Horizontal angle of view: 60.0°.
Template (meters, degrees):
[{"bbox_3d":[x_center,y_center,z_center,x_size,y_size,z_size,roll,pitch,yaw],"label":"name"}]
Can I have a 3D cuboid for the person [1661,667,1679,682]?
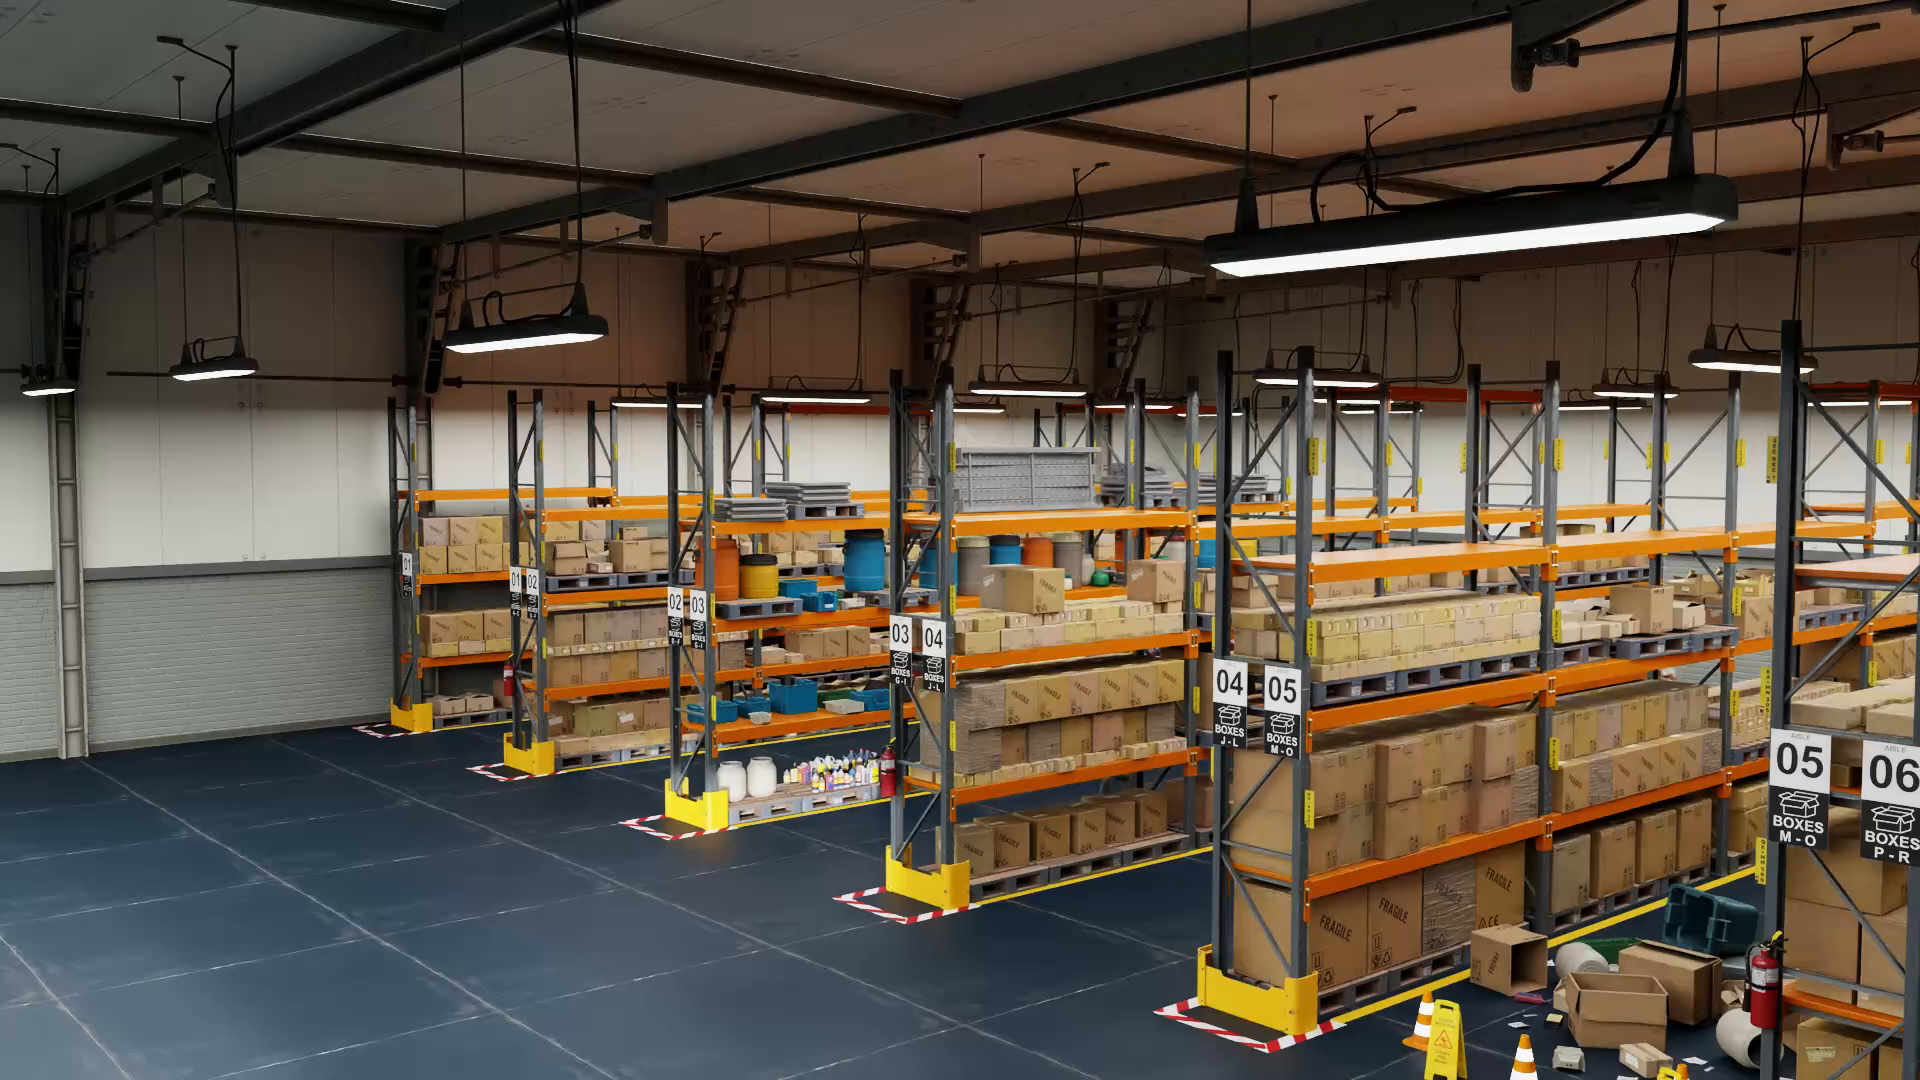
[{"bbox_3d":[12.523,2.574,29.711,0.694,1.760,0.870,-2,4,-35],"label":"person"}]

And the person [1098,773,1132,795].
[{"bbox_3d":[2.205,3.005,23.753,0.601,1.626,0.964,2,4,36],"label":"person"}]
